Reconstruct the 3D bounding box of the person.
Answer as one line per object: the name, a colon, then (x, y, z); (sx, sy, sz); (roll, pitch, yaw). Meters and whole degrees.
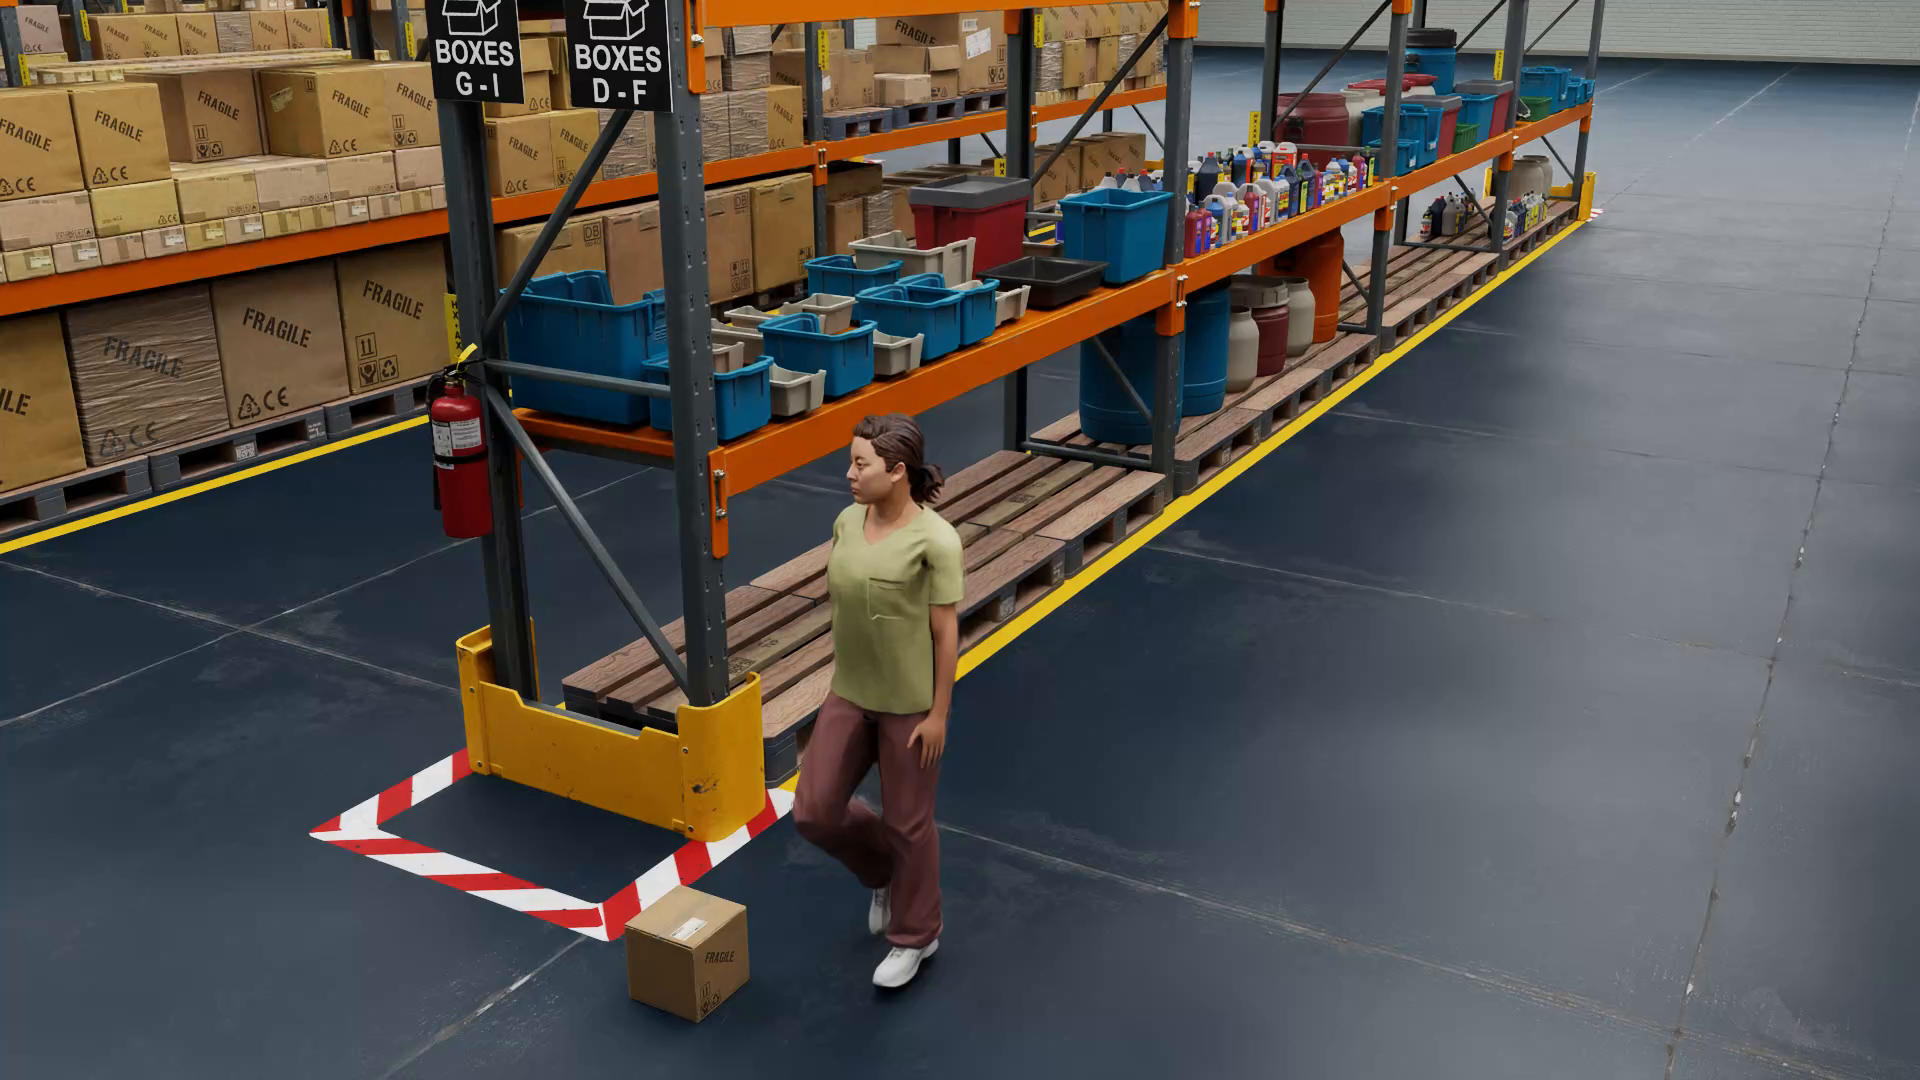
person: (-0.209, 0.461, 4.715); (0.455, 1.664, 0.473); (11, 22, 28)
